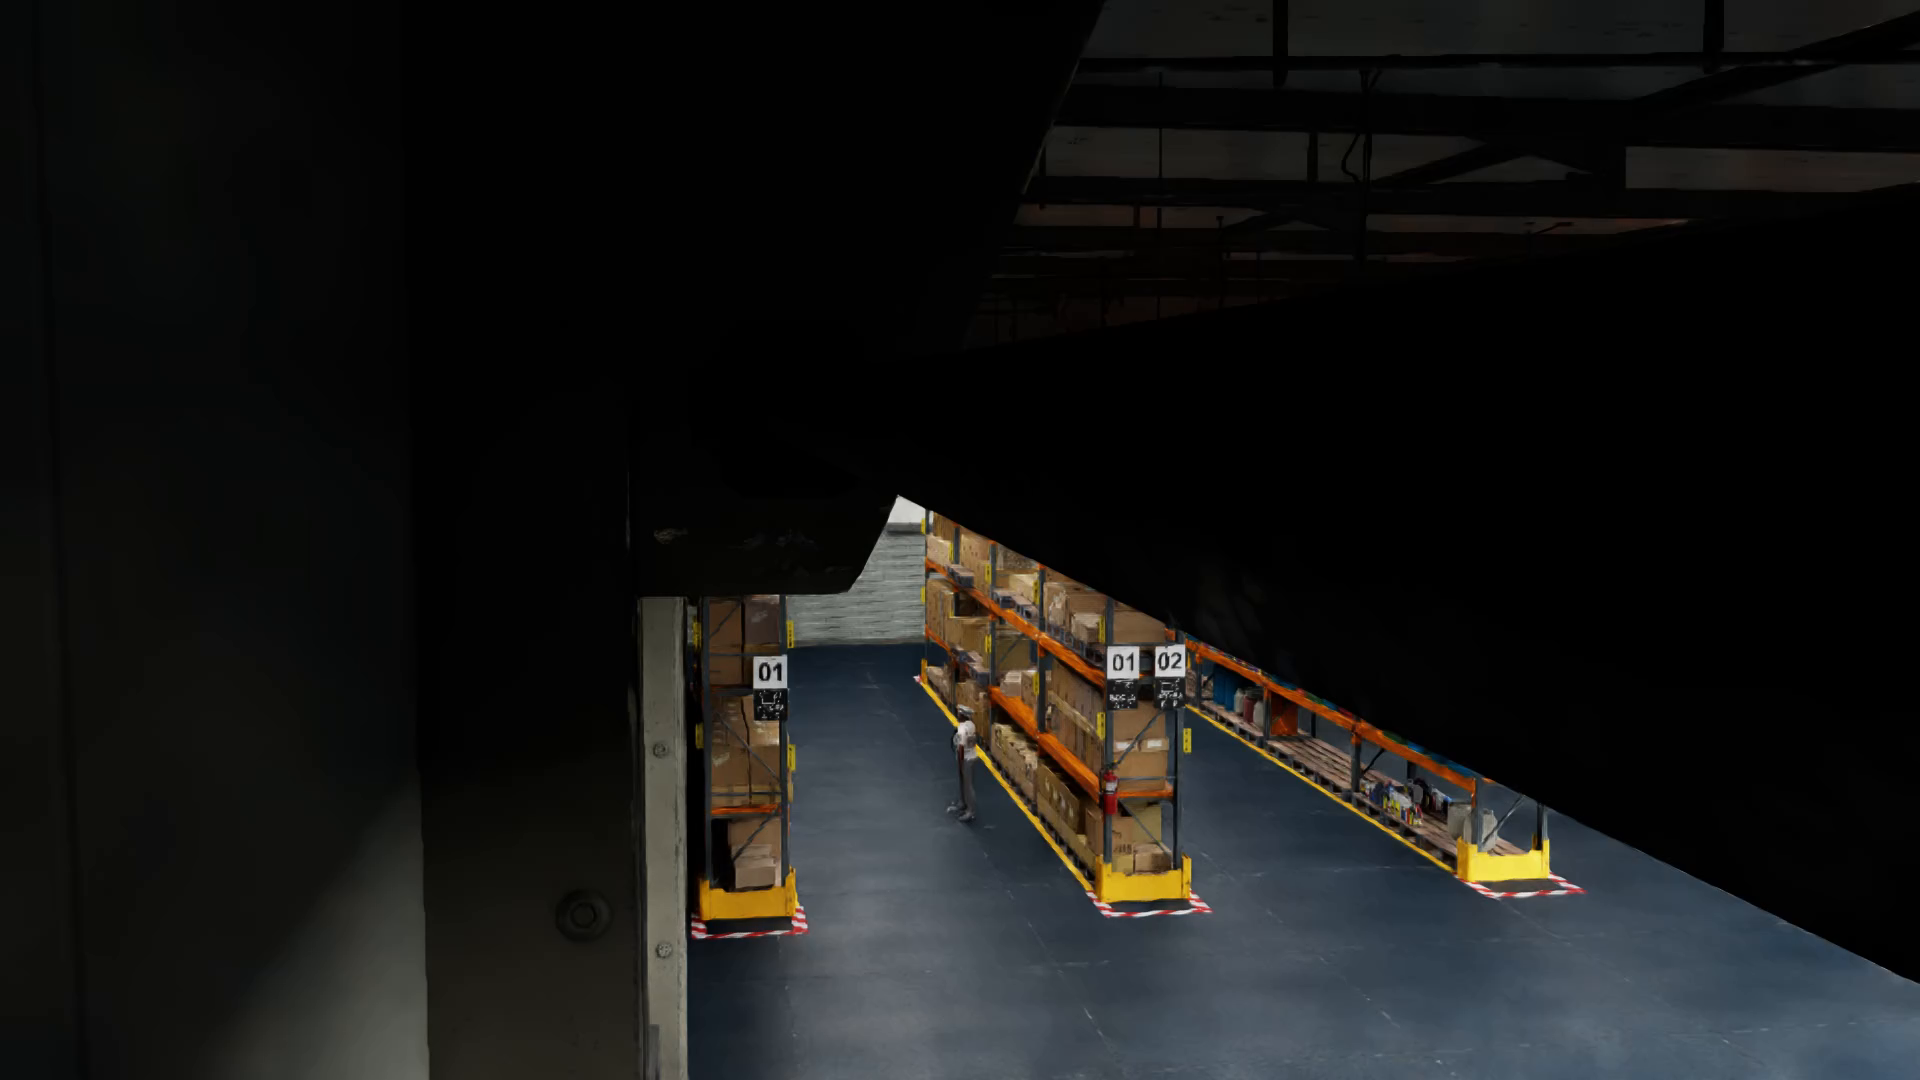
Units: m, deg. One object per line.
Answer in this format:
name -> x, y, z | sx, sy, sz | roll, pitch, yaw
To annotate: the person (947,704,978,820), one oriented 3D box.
person -> 0.036, 3.296, 24.880 | 0.555, 1.671, 0.630 | 2, 5, 20
